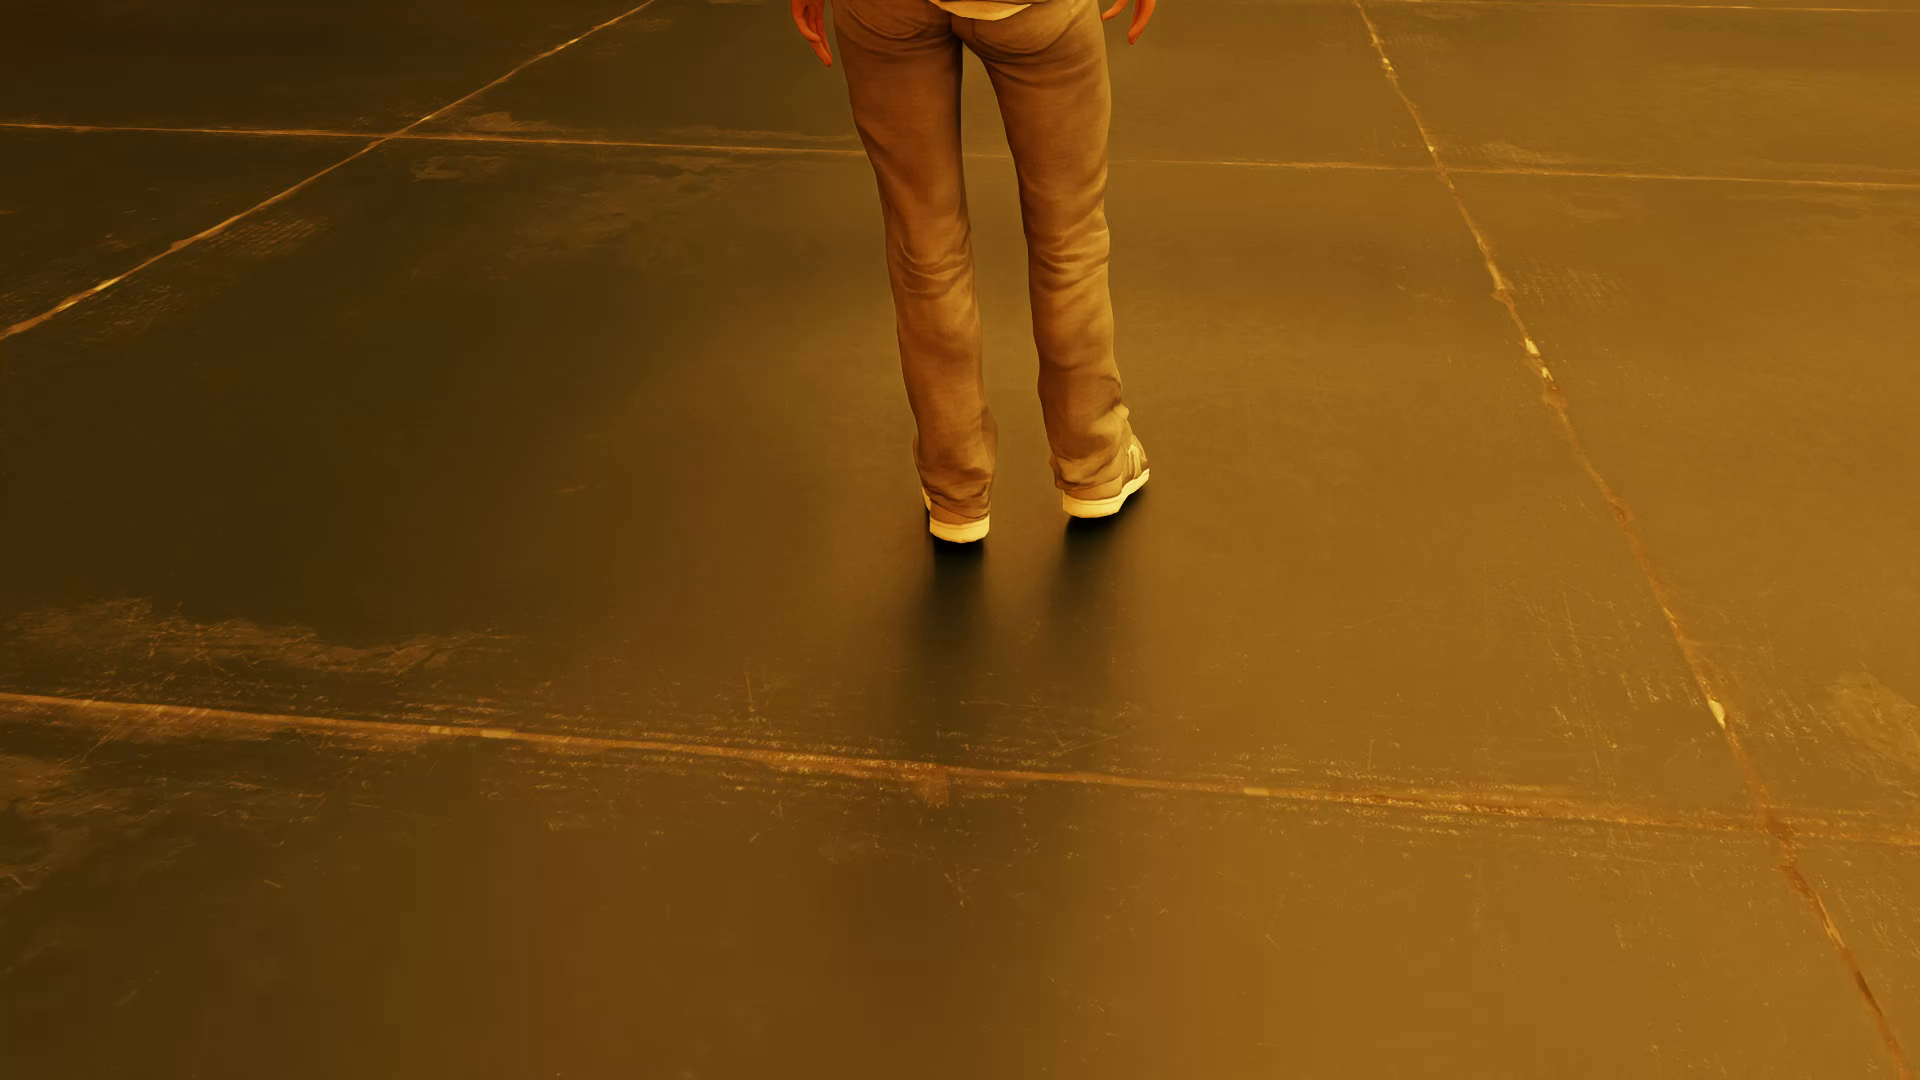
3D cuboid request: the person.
[{"bbox_3d":[0.024,-0.753,2.204,0.520,1.597,0.475,3,27,7],"label":"person"}]
